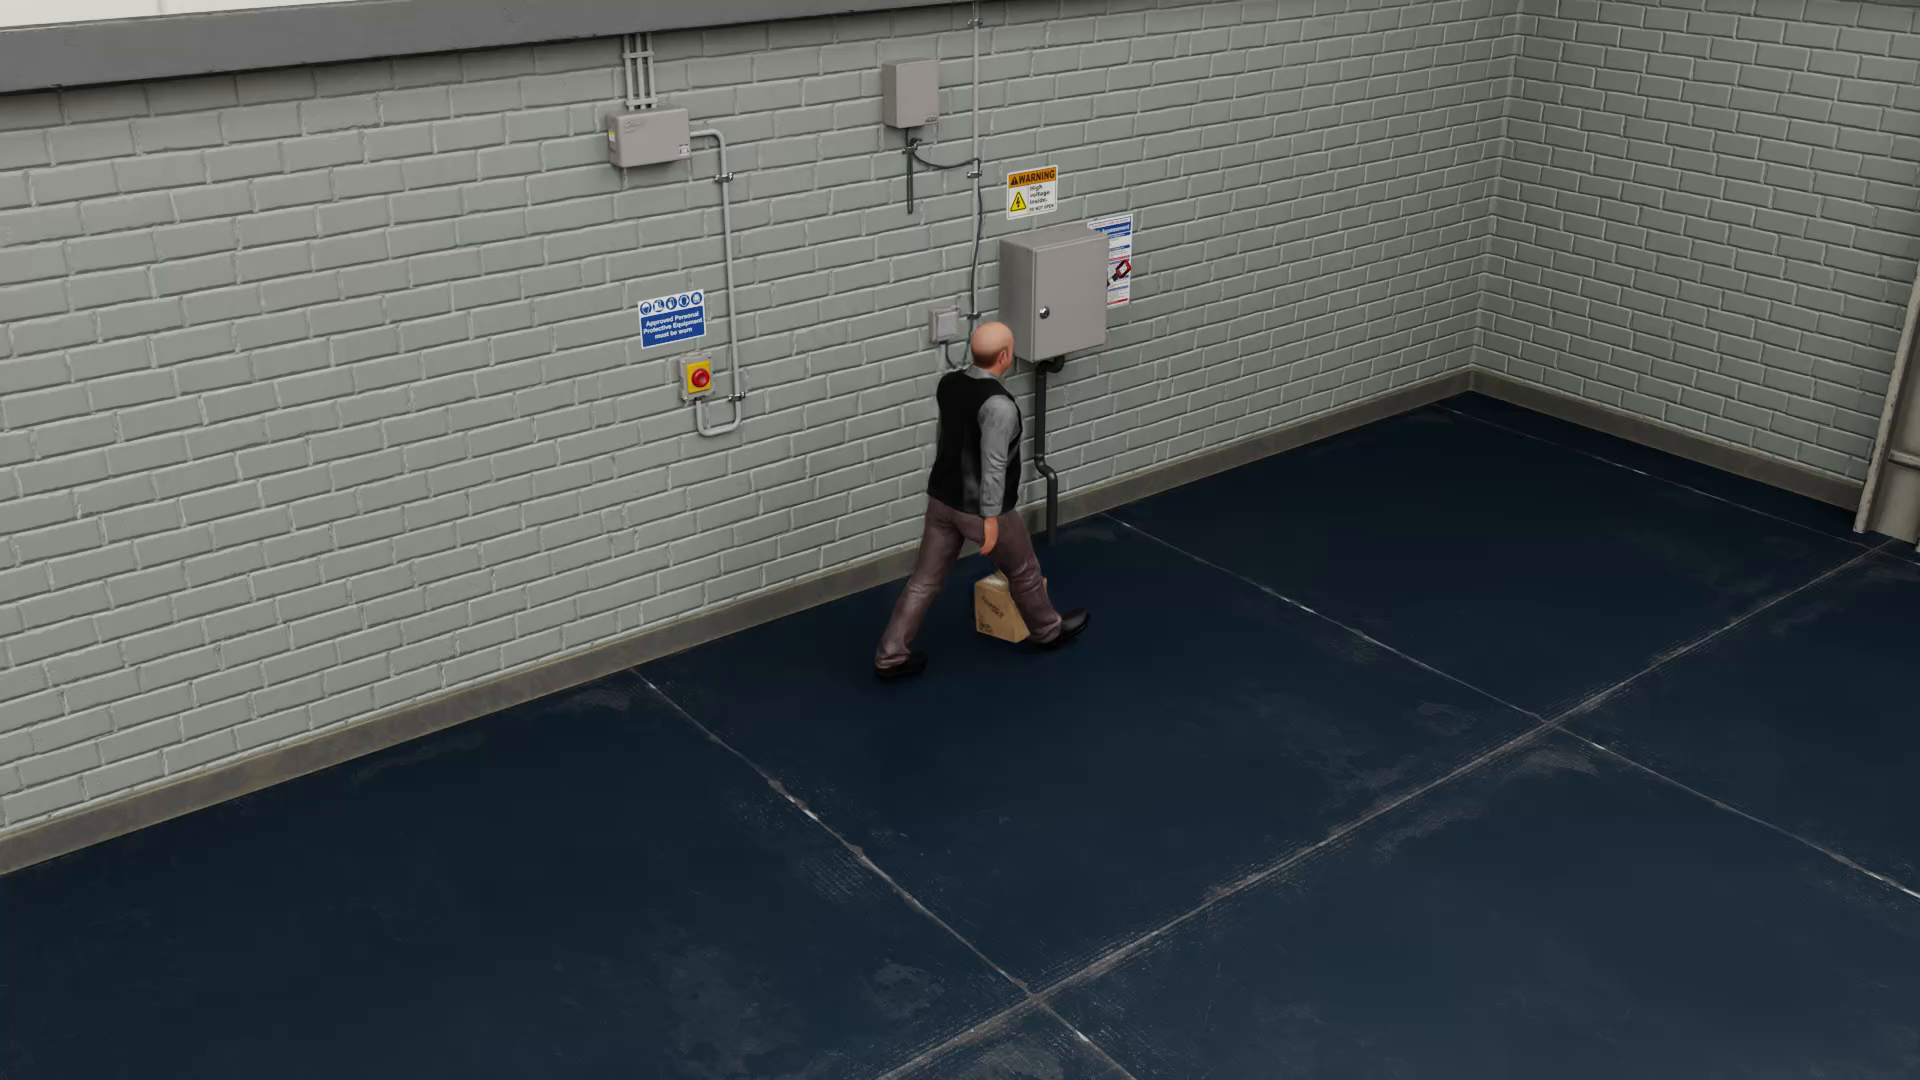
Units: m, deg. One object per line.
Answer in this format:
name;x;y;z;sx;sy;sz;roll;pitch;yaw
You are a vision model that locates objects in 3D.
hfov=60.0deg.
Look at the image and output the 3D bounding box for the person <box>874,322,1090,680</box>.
person;0.082;-0.190;7.594;1.119;1.651;0.544;-18;30;-35
